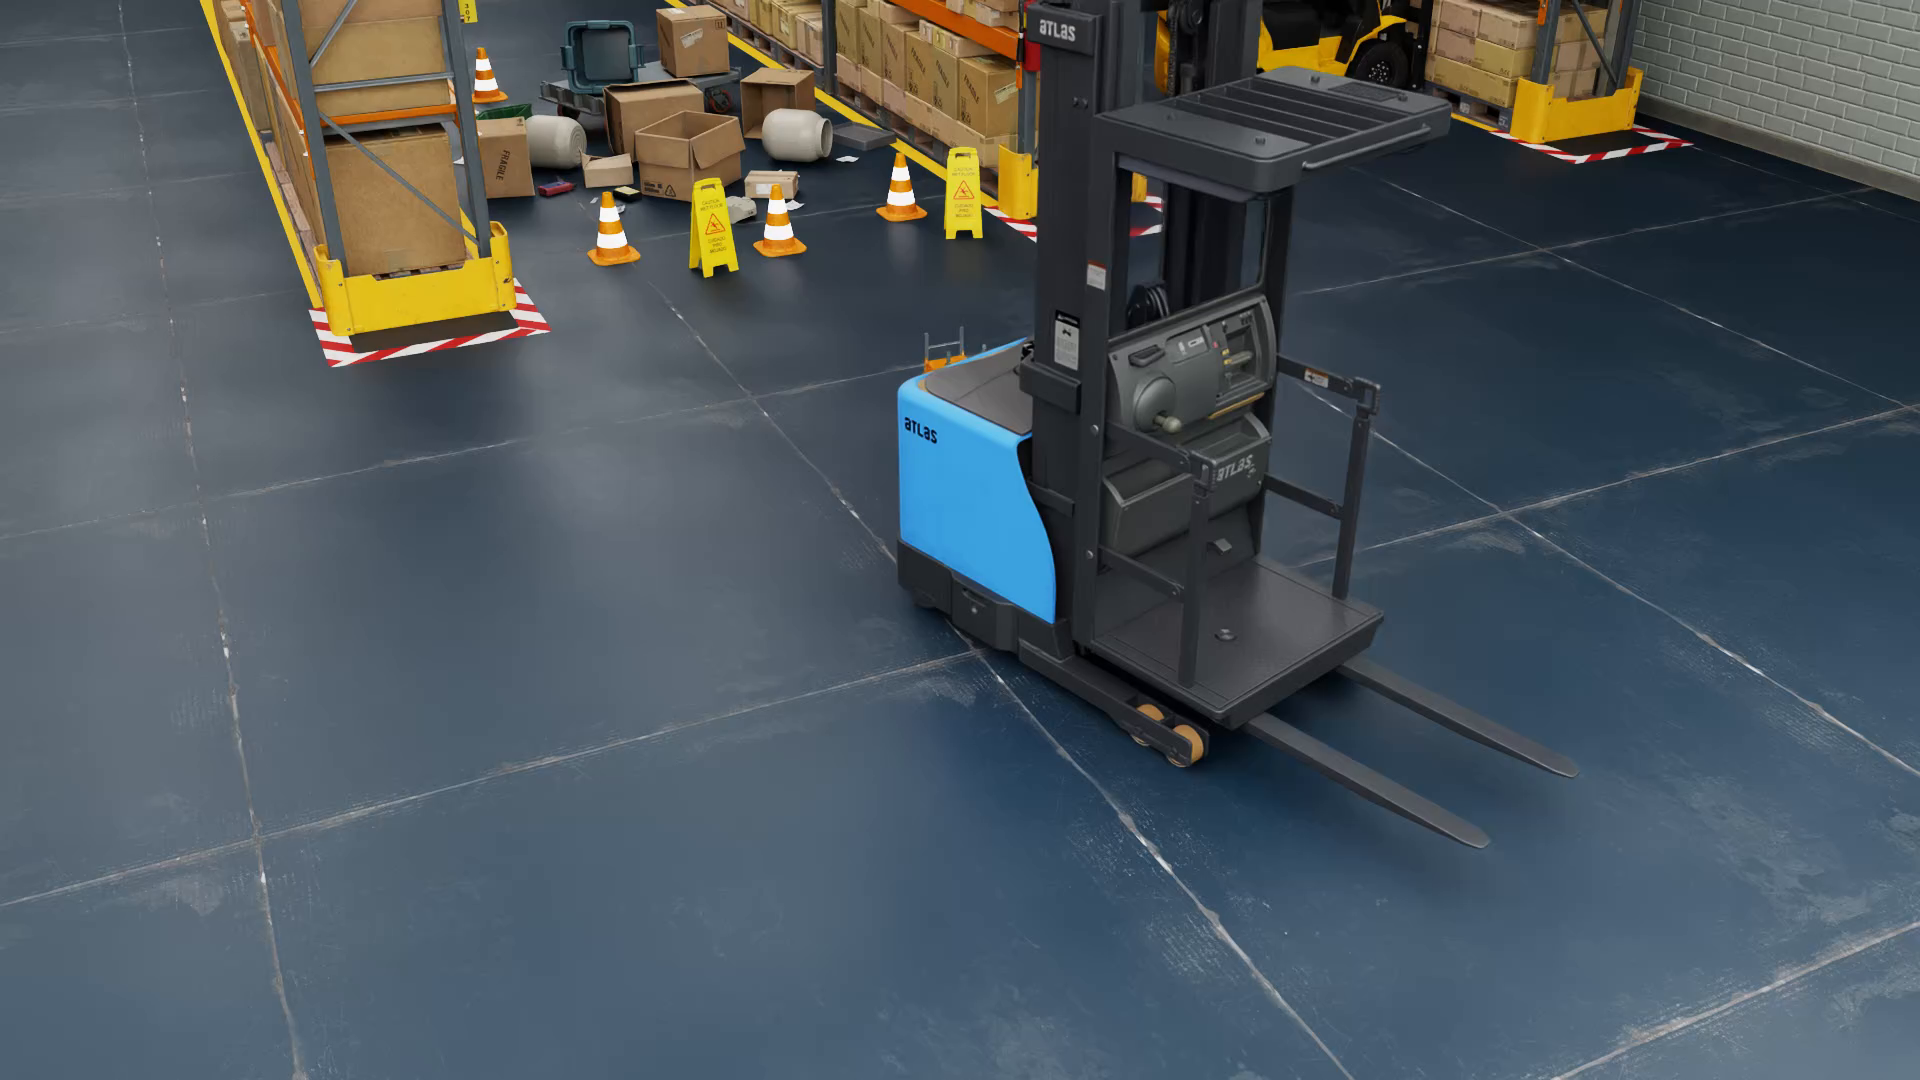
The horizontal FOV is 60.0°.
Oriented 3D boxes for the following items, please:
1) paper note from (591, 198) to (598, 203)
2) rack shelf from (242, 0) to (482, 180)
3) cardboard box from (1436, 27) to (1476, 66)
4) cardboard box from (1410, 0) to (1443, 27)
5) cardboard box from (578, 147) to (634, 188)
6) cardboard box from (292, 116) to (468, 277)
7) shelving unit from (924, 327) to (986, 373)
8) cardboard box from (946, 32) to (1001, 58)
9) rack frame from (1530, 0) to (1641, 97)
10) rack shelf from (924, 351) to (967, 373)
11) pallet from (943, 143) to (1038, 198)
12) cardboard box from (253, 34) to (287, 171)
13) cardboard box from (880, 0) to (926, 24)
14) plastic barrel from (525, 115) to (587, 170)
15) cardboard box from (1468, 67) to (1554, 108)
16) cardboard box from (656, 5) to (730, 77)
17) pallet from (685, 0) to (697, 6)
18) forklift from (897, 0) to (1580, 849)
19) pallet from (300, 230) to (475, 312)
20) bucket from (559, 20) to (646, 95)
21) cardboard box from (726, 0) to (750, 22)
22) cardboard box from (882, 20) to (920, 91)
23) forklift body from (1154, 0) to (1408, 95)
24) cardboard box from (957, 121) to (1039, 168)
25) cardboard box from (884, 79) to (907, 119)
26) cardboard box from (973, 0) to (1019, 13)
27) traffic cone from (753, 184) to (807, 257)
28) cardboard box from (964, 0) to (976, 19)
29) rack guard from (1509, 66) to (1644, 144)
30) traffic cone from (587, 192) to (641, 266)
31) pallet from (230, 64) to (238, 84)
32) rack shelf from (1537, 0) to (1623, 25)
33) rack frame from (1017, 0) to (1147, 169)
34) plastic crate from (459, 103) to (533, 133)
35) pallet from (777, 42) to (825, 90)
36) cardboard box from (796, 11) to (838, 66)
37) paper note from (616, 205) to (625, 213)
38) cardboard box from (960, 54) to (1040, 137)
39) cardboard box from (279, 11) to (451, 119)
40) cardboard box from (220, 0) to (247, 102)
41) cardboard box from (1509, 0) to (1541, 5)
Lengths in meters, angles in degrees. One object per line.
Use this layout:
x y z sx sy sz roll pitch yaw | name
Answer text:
-2.849 -2.648 12.962 0.032 0.001 0.123 2 29 4 | paper note
-4.380 -3.368 11.925 1.077 0.370 4.000 -13 32 -22 | rack shelf
4.690 -4.502 15.082 0.500 0.250 0.500 -13 32 -22 | cardboard box
4.457 -4.930 15.334 0.500 0.250 0.500 -13 32 -21 | cardboard box
-2.838 -3.000 13.329 0.396 0.266 0.258 -8 30 -13 | cardboard box
-3.873 -2.341 11.100 0.875 0.875 0.875 -13 32 -22 | cardboard box
-0.023 -0.482 8.035 0.215 1.050 0.252 -13 32 -22 | shelving unit
0.108 -3.924 13.132 0.380 0.149 0.250 -12 31 -21 | cardboard box
5.387 -4.926 13.969 1.000 3.000 0.127 -13 32 -22 | rack frame
-0.023 -0.720 7.902 0.215 0.259 0.240 -13 32 -22 | rack shelf
0.556 -3.066 13.502 1.003 0.211 1.213 -13 32 -22 | pallet
-5.032 -3.529 13.220 0.875 0.875 0.875 -13 32 -21 | cardboard box
-0.462 -4.513 14.184 0.380 0.149 0.250 -11 31 -19 | cardboard box
-3.366 -3.263 13.636 0.512 0.421 0.421 7 30 13 | plastic barrel
4.900 -4.052 14.790 0.500 0.250 0.500 -13 32 -22 | cardboard box
-2.406 -4.503 14.994 0.500 0.500 0.500 -13 32 -22 | cardboard box
-2.799 -6.564 19.741 1.003 0.211 1.213 -13 32 -22 | pallet
1.070 -0.655 6.421 1.130 2.935 3.031 -24 37 -36 | forklift
-3.936 -1.919 11.457 1.003 0.211 1.213 -13 32 -22 | pallet
-3.098 -4.225 14.510 0.726 0.611 0.620 -3 19 -5 | bucket
-1.971 -5.878 17.922 0.950 0.372 0.625 -14 32 -23 | cardboard box
-0.341 -4.180 14.252 0.500 0.500 0.500 -11 31 -19 | cardboard box
2.925 -5.011 14.987 2.313 2.155 1.214 -13 32 -22 | forklift body
0.305 -3.178 13.232 0.500 0.250 0.500 -13 32 -22 | cardboard box
-0.333 -3.849 14.429 0.500 0.250 0.500 -14 32 -23 | cardboard box
0.424 -4.238 12.334 0.500 0.500 0.500 -14 32 -23 | cardboard box
-1.301 -2.312 11.900 0.336 0.463 0.334 -13 32 -22 | traffic cone
0.252 -4.100 12.751 0.380 0.149 0.250 -14 32 -23 | cardboard box
5.397 -3.826 14.561 1.175 0.500 0.348 -13 32 -22 | rack guard
-2.467 -2.225 11.745 0.336 0.463 0.334 -13 32 -22 | traffic cone
-6.686 -4.752 16.509 1.003 0.211 1.213 -13 32 -22 | pallet
4.528 -5.496 15.720 1.077 0.370 4.000 -13 32 -22 | rack shelf
0.906 -3.883 12.107 1.000 3.000 0.127 -13 32 -22 | rack frame
-3.981 -3.562 14.352 0.450 0.188 0.662 -7 28 9 | plastic crate
-1.147 -4.777 16.553 1.003 0.211 1.213 -13 32 -22 | pallet
-1.039 -4.918 16.210 0.950 0.372 0.625 -13 32 -21 | cardboard box
-2.644 -2.534 12.739 0.144 0.017 0.142 -3 29 -5 | paper note
0.326 -3.493 13.027 0.500 0.500 0.500 -13 32 -22 | cardboard box
-3.722 -3.018 10.413 0.875 0.550 0.550 -13 32 -22 | cardboard box
-5.997 -4.450 14.989 1.050 0.750 0.750 -13 32 -22 | cardboard box
5.134 -4.818 15.136 0.500 0.250 0.500 -13 32 -22 | cardboard box
